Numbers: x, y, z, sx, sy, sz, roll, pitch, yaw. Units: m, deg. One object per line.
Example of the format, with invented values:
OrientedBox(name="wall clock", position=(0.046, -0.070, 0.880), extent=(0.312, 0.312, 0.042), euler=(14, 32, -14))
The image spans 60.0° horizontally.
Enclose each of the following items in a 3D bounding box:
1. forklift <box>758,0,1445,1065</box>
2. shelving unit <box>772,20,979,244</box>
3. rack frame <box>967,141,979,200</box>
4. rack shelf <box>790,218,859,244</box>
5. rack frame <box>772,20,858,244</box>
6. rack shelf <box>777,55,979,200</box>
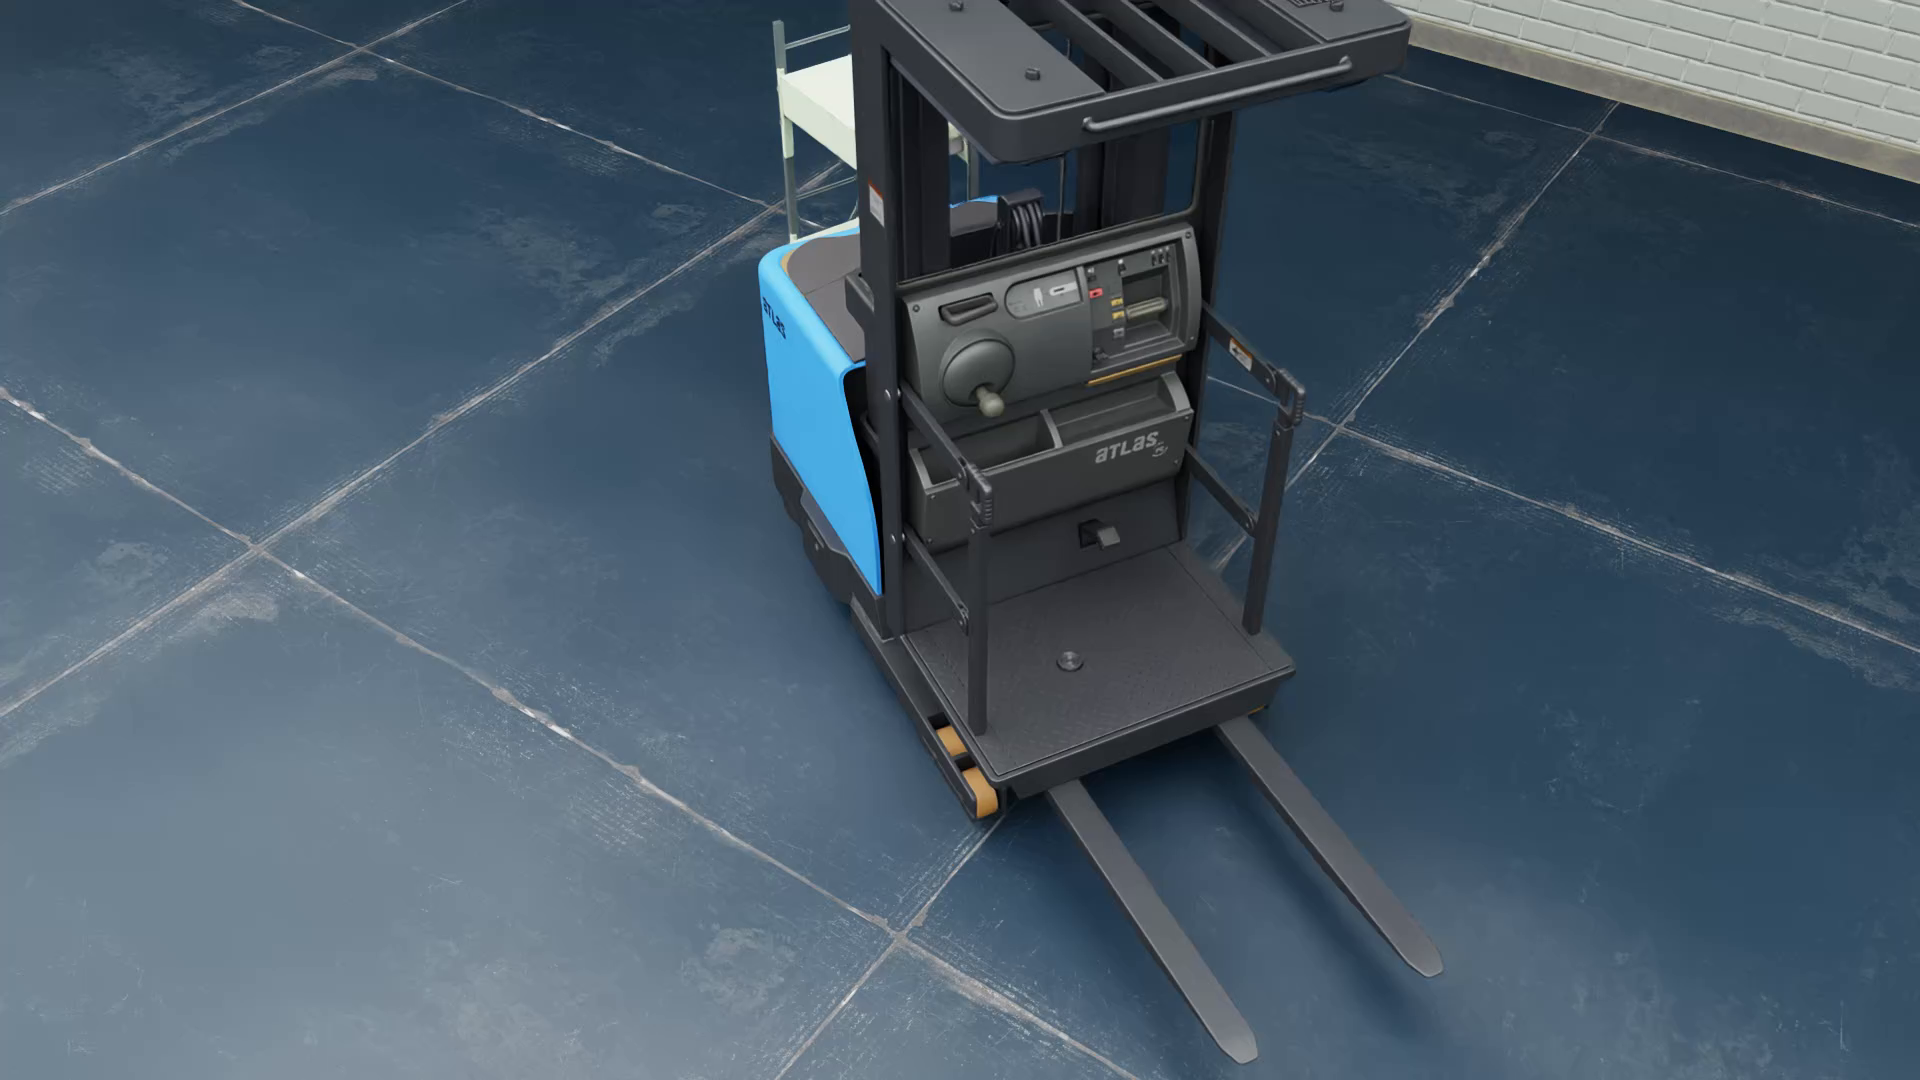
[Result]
OrientedBox(name="forklift", position=(0.380, -0.550, 4.667), extent=(1.130, 2.935, 3.031), euler=(-18, 45, -19))
OrientedBox(name="shelving unit", position=(-0.313, -1.224, 6.493), extent=(0.431, 1.500, 0.755), euler=(-25, 48, -25))
OrientedBox(name="rack frame", position=(-0.102, -1.024, 6.270), extent=(0.400, 1.500, 0.023), euler=(-25, 48, -25))
OrientedBox(name="rack shelf", position=(-0.313, -0.981, 6.710), extent=(0.431, 0.370, 0.720), euler=(-25, 48, -25))
OrientedBox(name="rack frame", position=(-0.523, -1.423, 6.716), extent=(0.400, 1.500, 0.023), euler=(-25, 48, -25))
OrientedBox(name="rack shelf", position=(-0.313, -1.515, 6.233), extent=(0.431, 0.370, 0.720), euler=(-25, 48, -25))
